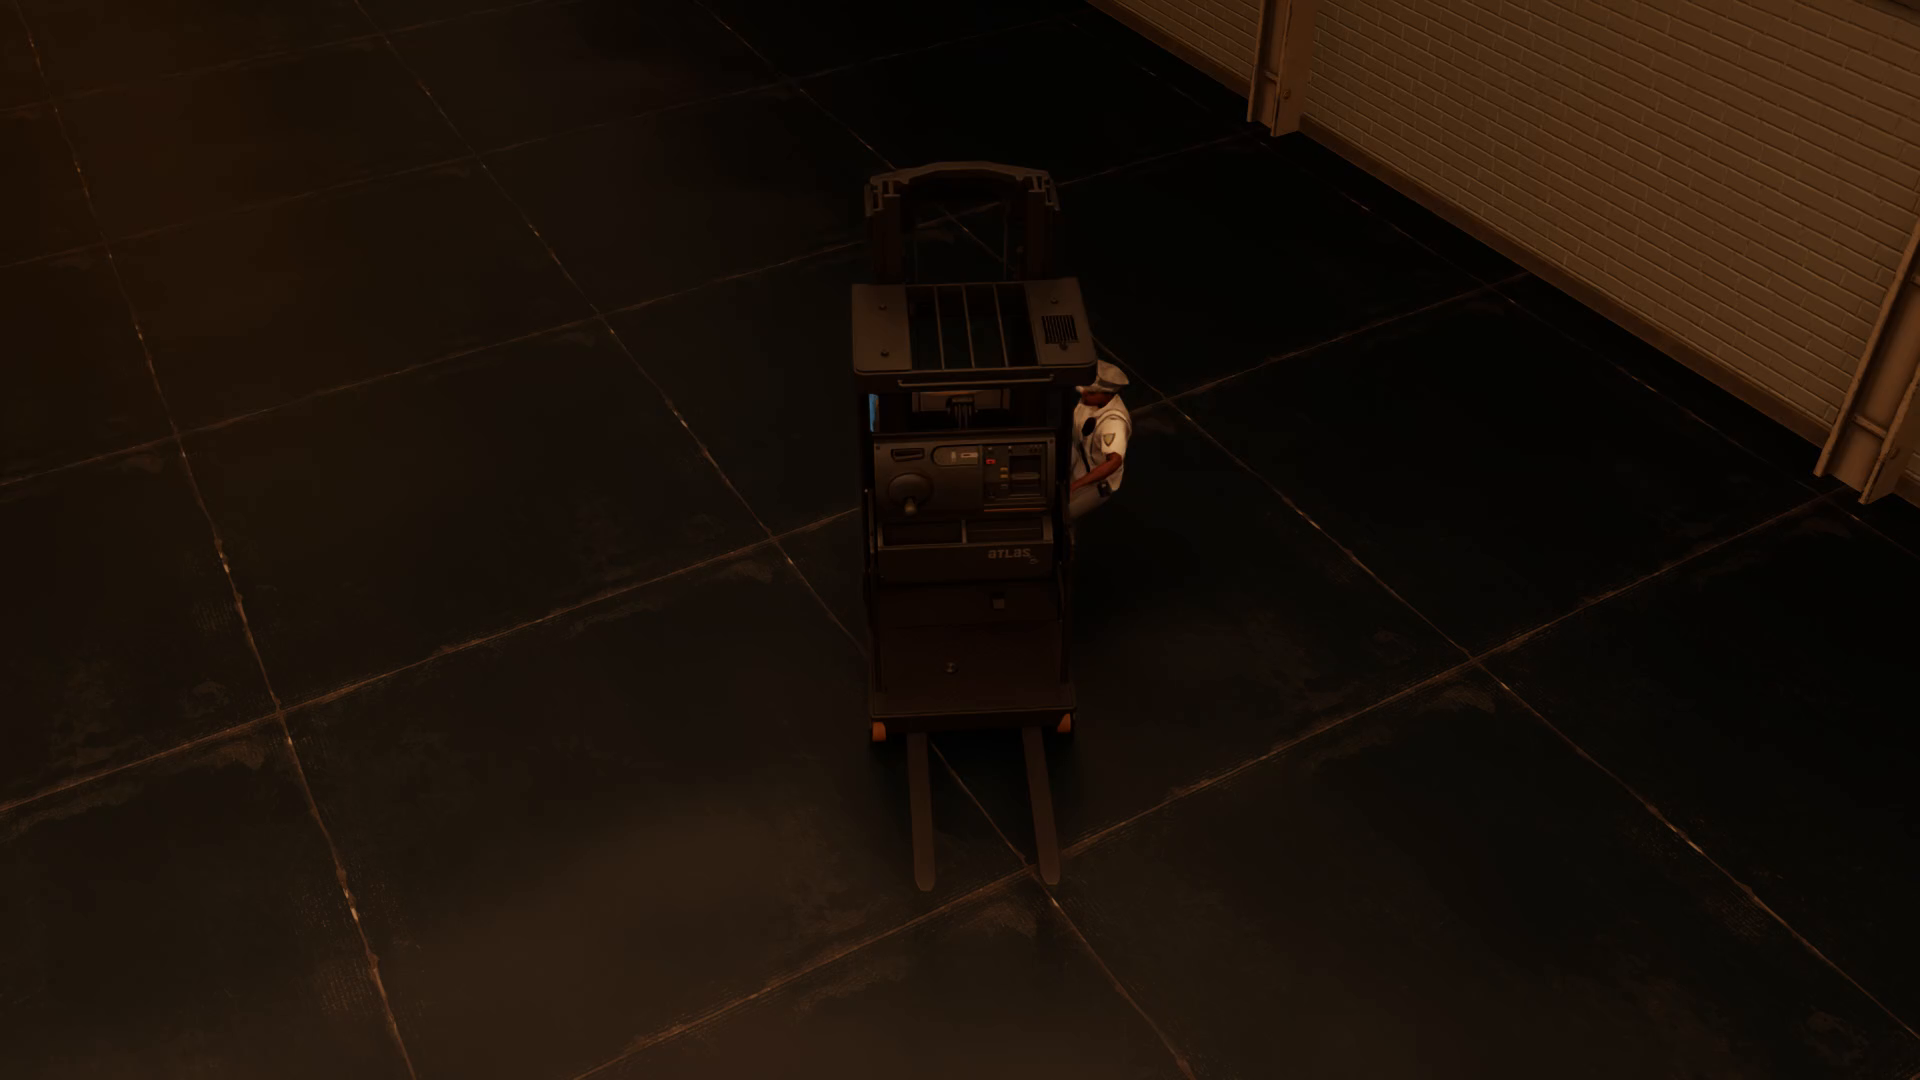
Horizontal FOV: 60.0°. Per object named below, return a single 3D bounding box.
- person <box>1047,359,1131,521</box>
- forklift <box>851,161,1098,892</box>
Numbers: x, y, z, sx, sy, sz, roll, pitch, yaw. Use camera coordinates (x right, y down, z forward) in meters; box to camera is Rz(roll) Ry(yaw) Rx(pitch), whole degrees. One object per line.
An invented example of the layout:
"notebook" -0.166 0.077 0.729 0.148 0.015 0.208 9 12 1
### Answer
"person" 0.563 -0.400 9.657 0.813 1.466 1.020 -16 42 -18
"forklift" 0.043 -0.254 8.343 1.130 2.935 3.031 -2 40 -3
